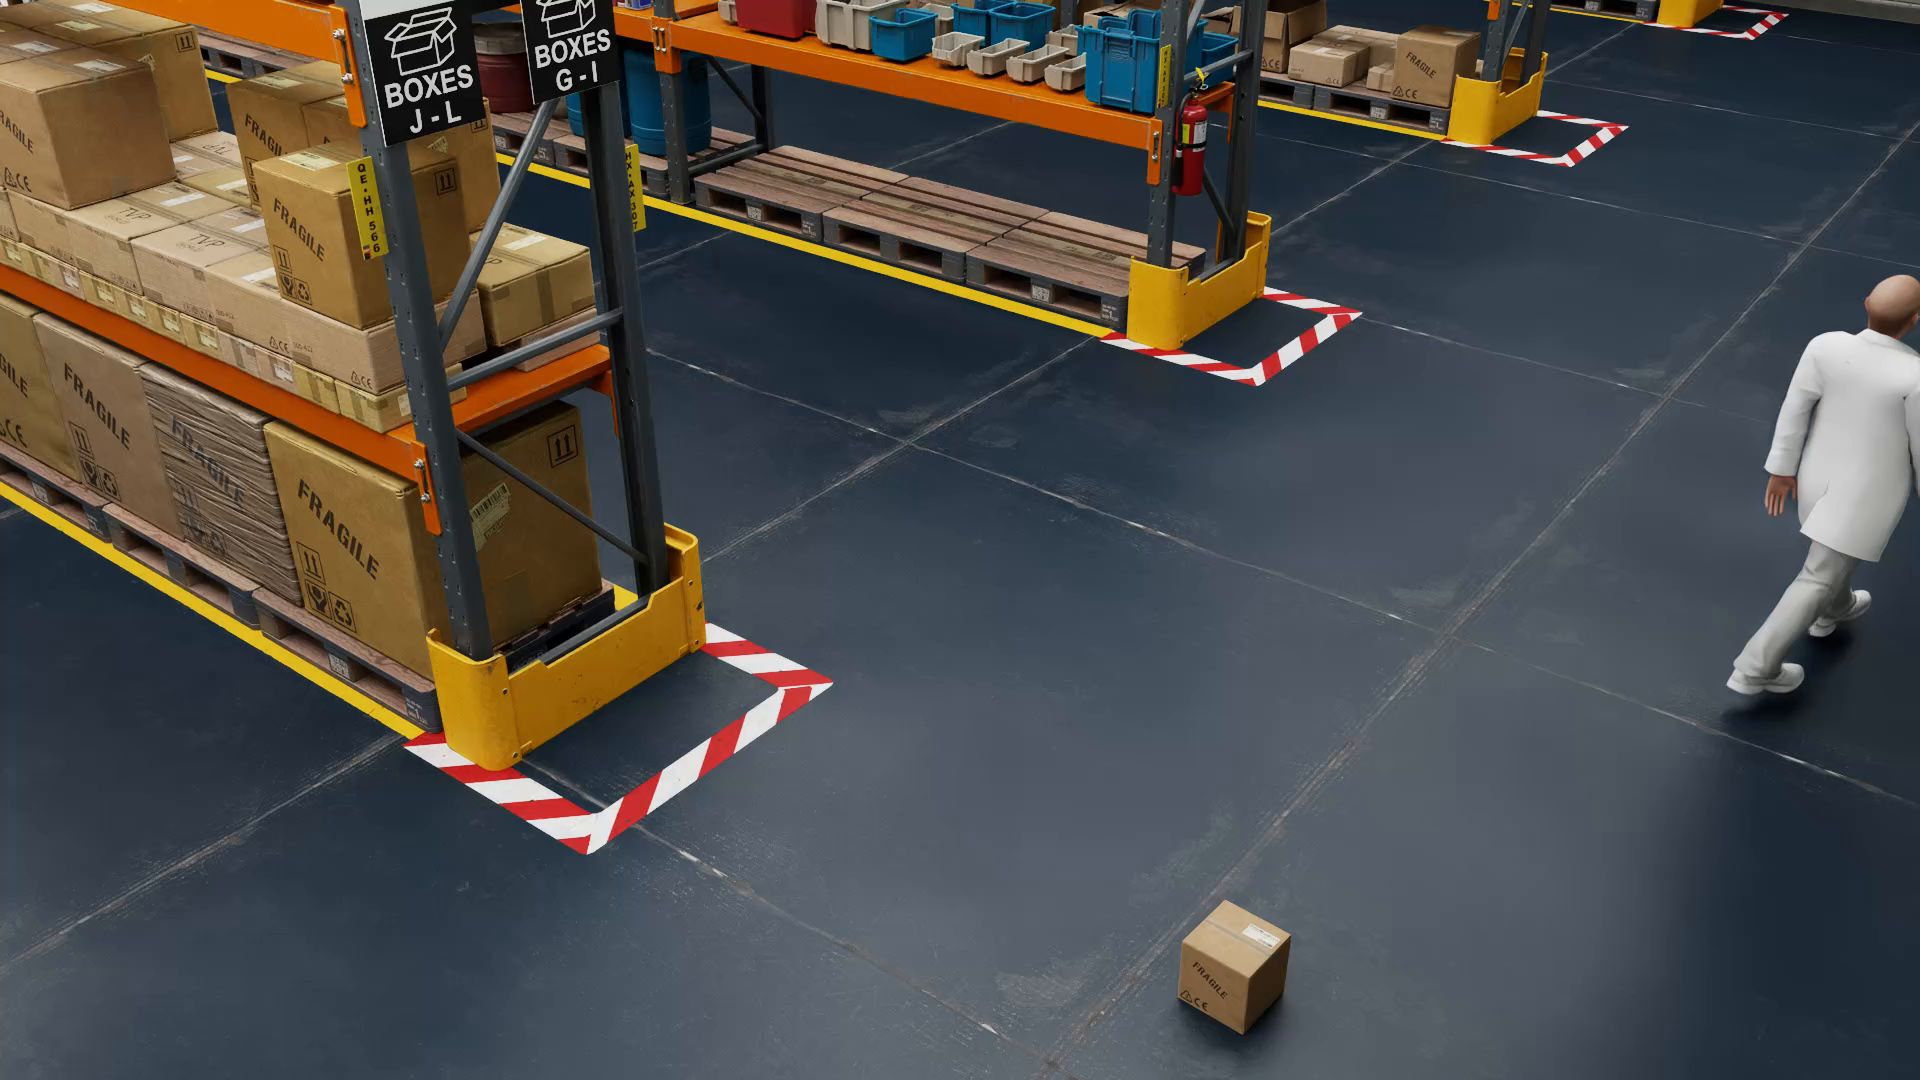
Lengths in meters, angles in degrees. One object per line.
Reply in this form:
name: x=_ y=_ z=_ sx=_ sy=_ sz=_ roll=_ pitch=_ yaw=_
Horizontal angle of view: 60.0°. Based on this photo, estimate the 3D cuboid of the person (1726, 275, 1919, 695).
person: x=3.545 y=-0.239 z=6.548 sx=1.102 sy=1.727 sz=0.574 roll=-16 pitch=34 yaw=-24
